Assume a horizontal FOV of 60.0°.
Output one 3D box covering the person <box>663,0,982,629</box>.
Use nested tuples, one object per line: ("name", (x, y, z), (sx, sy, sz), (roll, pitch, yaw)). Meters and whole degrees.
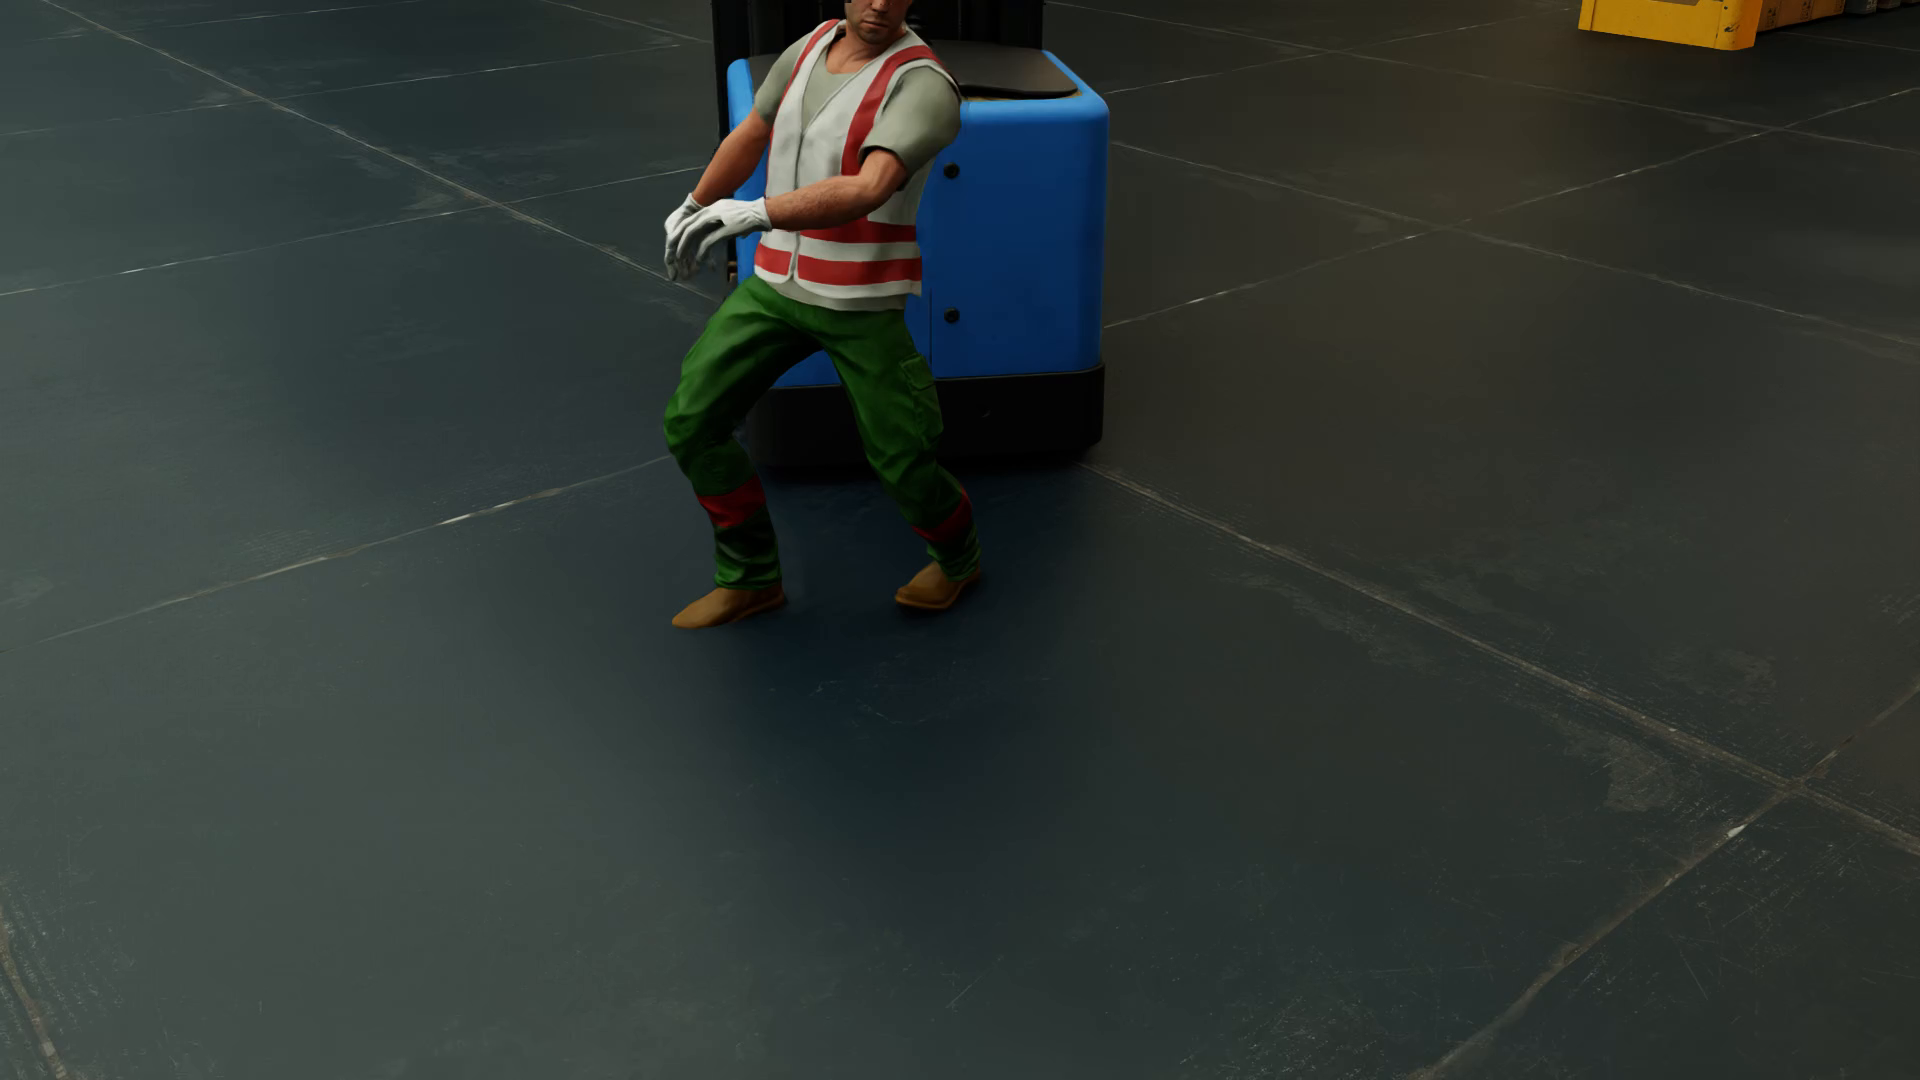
("person", (-0.420, -0.569, 3.826), (0.835, 1.684, 0.786), (17, 31, 31))

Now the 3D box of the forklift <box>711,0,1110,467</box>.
("forklift", (-0.308, -2.151, 5.538), (1.130, 2.935, 3.031), (-4, 27, -8))
